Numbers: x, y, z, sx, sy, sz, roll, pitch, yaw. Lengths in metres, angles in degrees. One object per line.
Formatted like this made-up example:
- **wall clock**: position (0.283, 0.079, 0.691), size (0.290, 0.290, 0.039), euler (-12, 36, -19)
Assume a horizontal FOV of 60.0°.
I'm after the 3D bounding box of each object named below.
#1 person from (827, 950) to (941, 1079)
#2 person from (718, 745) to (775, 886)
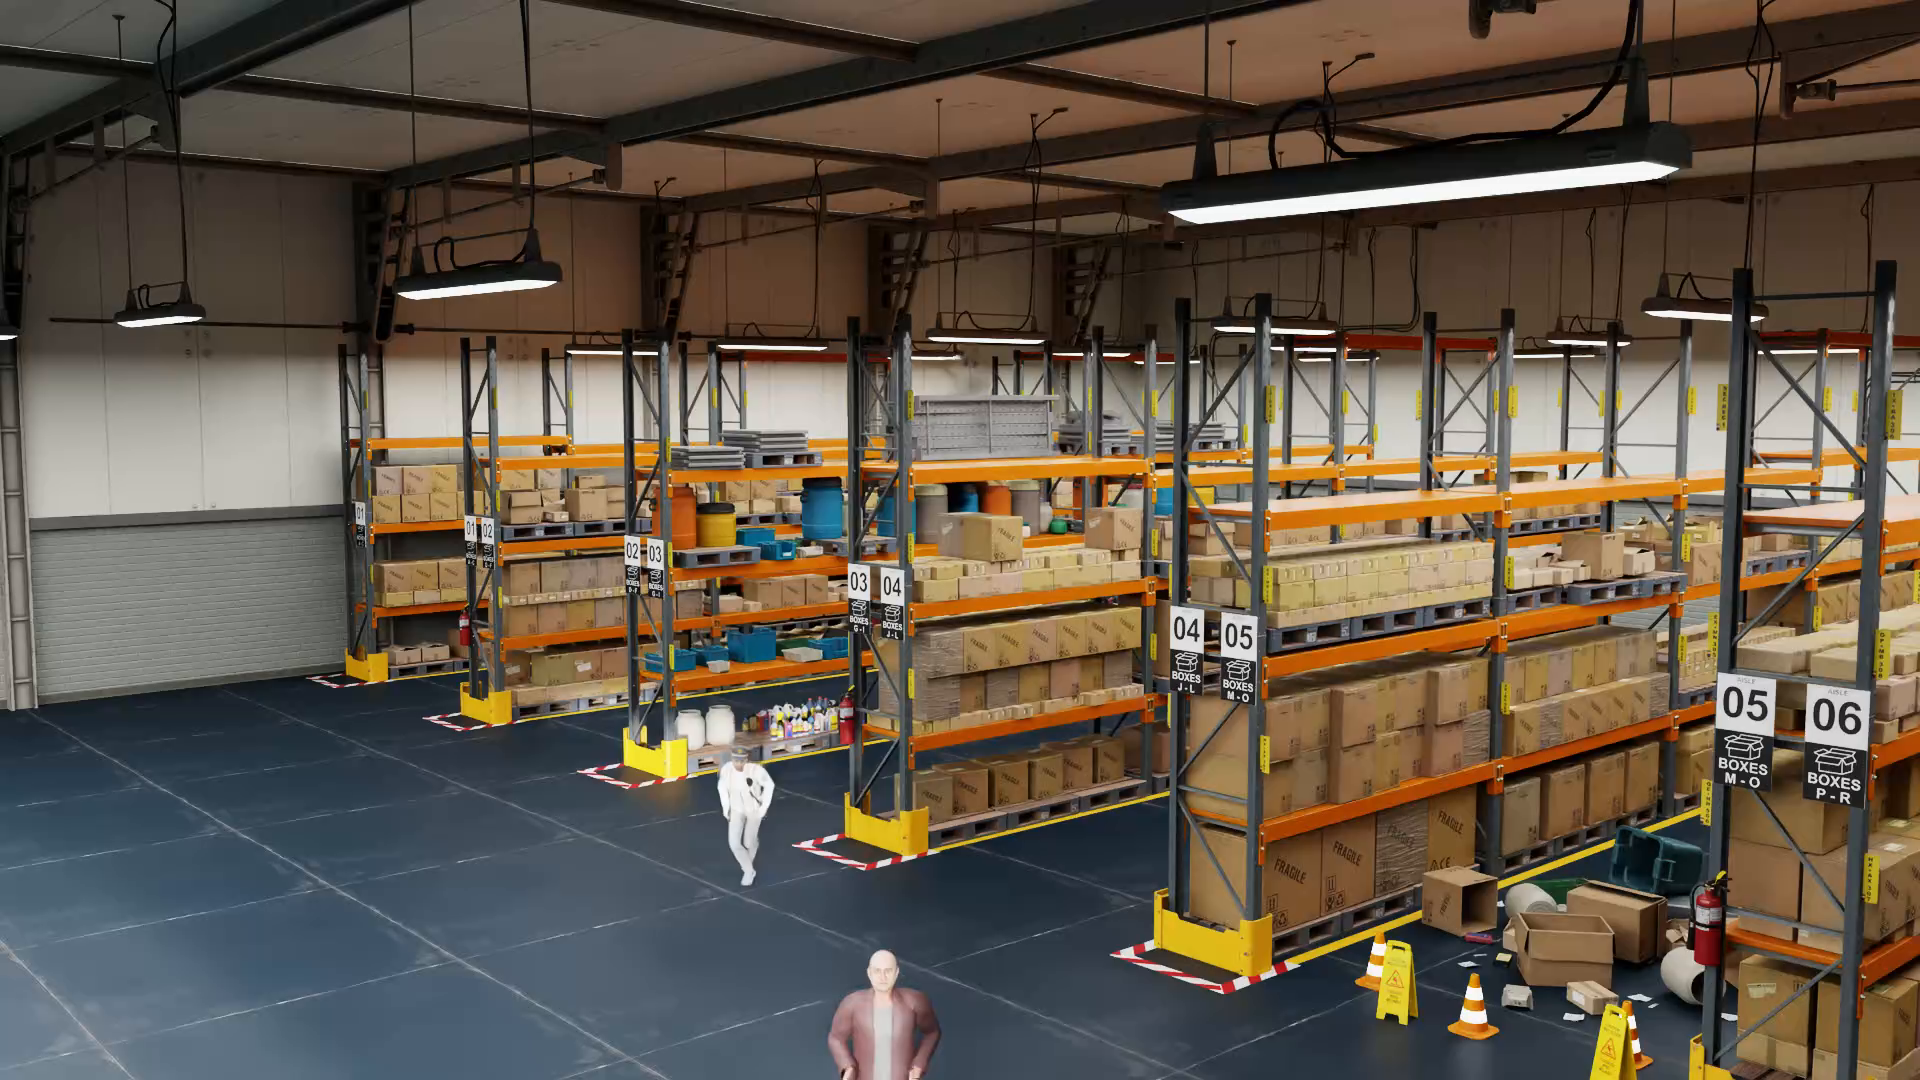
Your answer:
- **person**: position (-0.471, 3.385, 10.236), size (0.704, 1.726, 0.663), euler (0, 5, 0)
- **person**: position (-2.237, 2.859, 17.587), size (0.605, 1.539, 0.933), euler (0, 5, 5)
